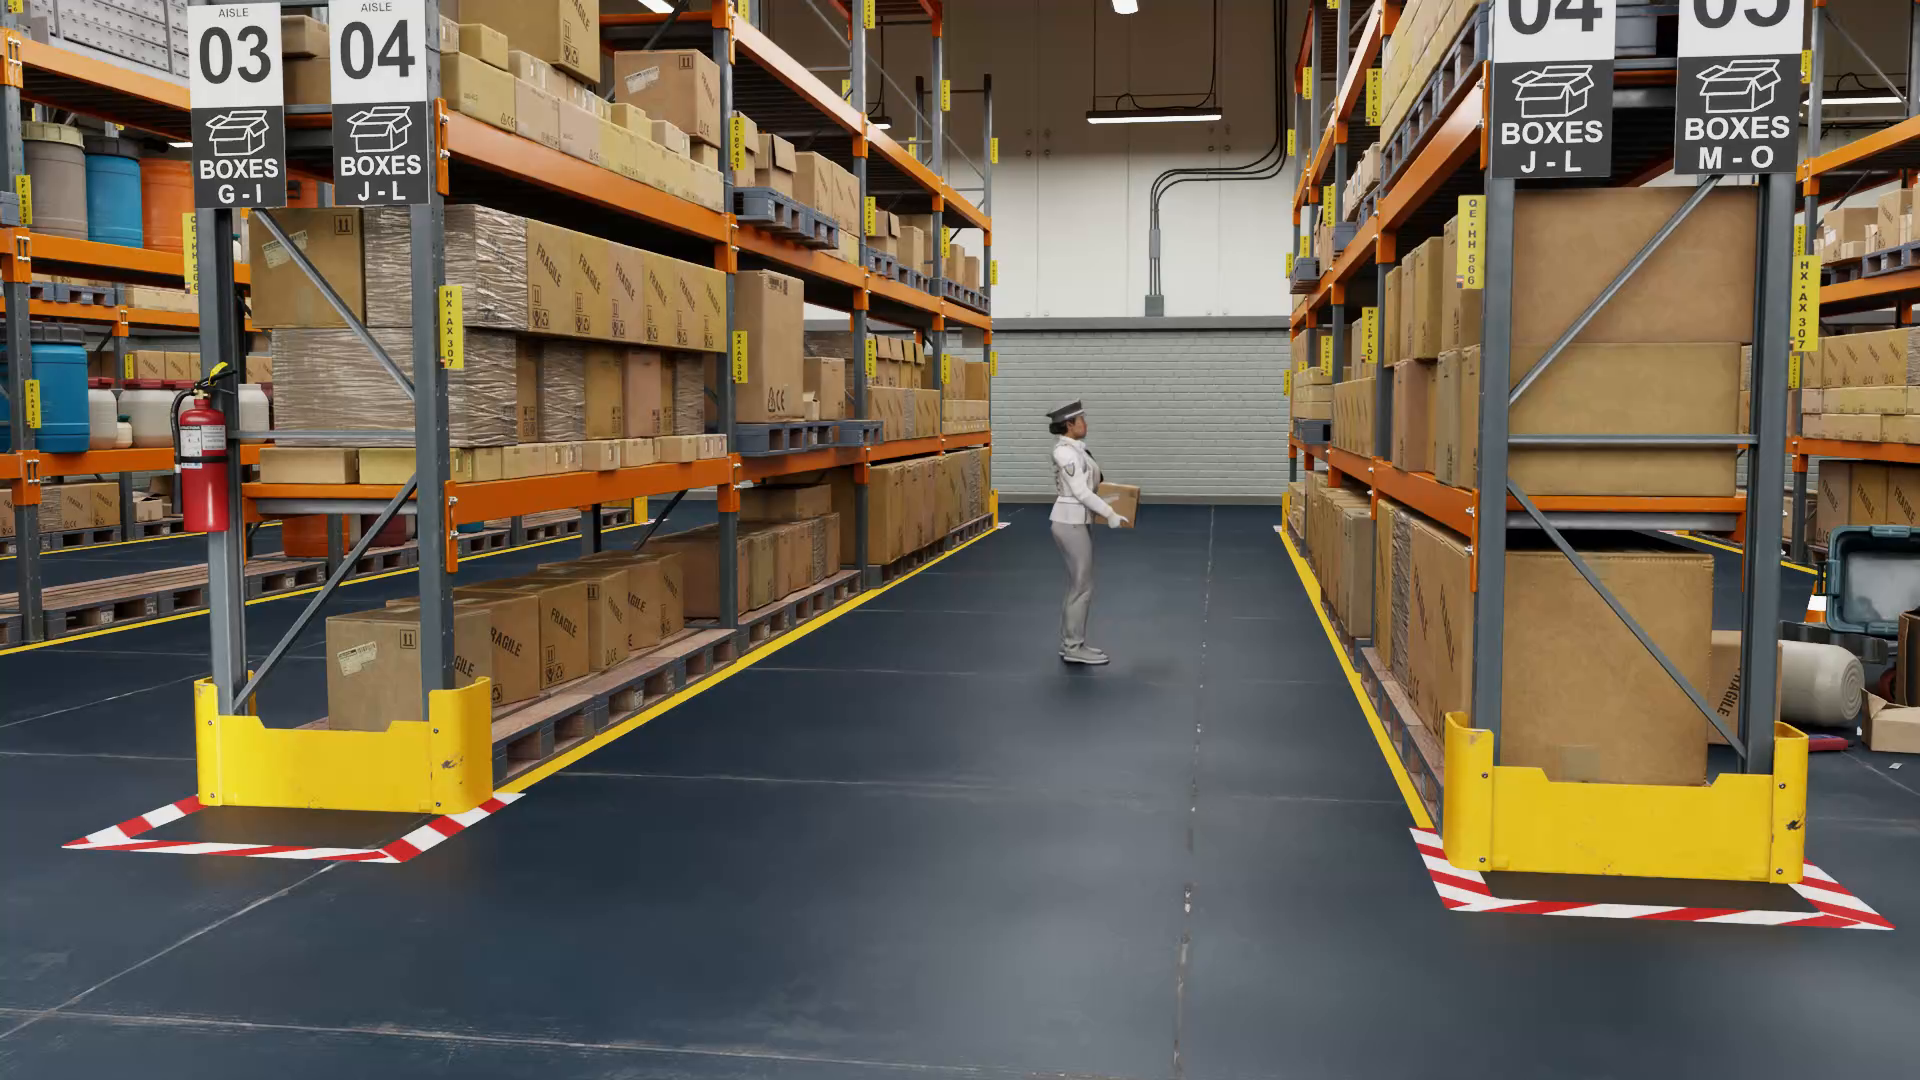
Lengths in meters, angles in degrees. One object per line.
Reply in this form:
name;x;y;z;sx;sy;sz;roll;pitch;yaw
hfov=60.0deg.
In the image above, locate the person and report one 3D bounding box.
person;0.812;-0.100;10.588;0.543;1.622;0.361;1;5;9
